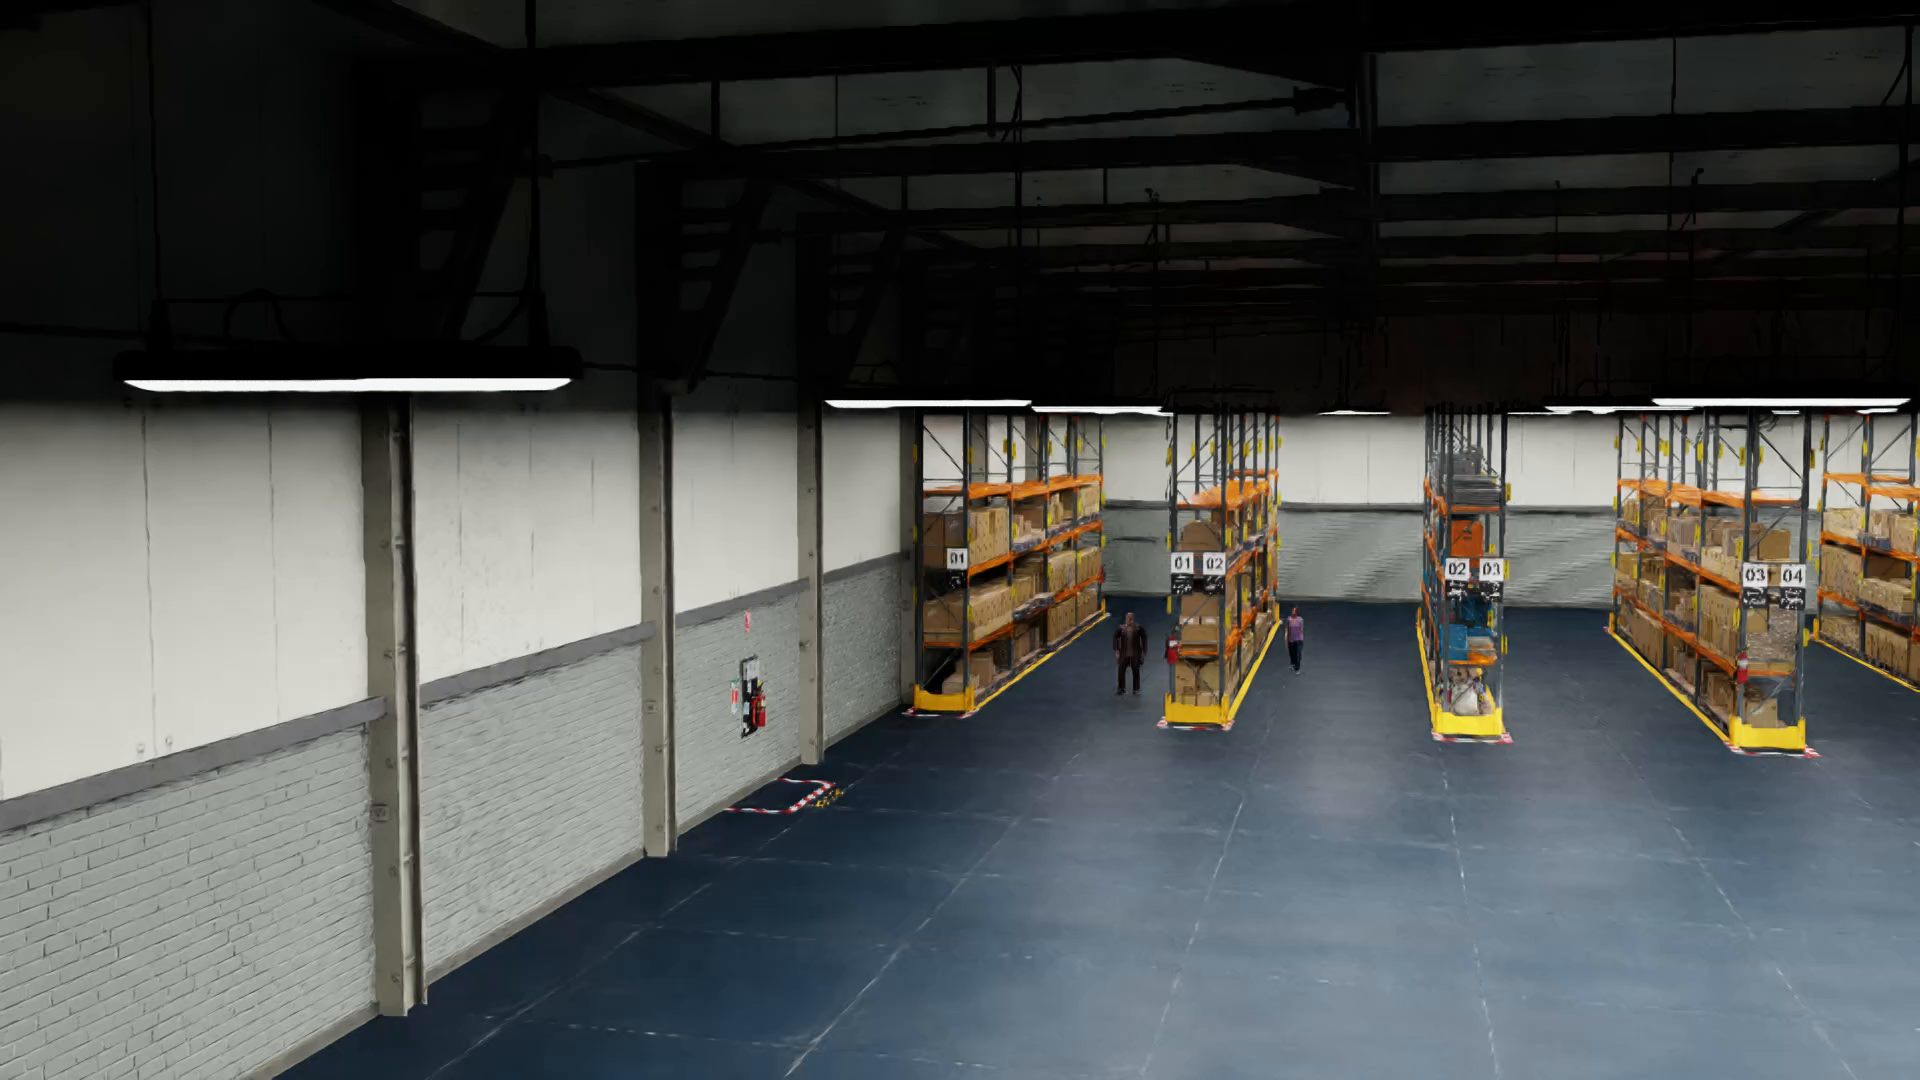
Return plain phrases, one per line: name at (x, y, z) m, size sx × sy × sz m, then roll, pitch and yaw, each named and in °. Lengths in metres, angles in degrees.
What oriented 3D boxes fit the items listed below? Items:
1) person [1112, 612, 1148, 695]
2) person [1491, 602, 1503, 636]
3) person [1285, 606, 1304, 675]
person at (3.496, 2.335, 34.221) m, size 0.729 × 1.734 × 0.546 m, roll 1°, pitch 4°, yaw 13°
person at (13.936, 1.663, 43.512) m, size 0.435 × 1.641 × 0.492 m, roll -1°, pitch 4°, yaw -12°
person at (7.446, 2.213, 37.068) m, size 0.417 × 1.517 × 1.037 m, roll 1°, pitch 4°, yaw 17°
